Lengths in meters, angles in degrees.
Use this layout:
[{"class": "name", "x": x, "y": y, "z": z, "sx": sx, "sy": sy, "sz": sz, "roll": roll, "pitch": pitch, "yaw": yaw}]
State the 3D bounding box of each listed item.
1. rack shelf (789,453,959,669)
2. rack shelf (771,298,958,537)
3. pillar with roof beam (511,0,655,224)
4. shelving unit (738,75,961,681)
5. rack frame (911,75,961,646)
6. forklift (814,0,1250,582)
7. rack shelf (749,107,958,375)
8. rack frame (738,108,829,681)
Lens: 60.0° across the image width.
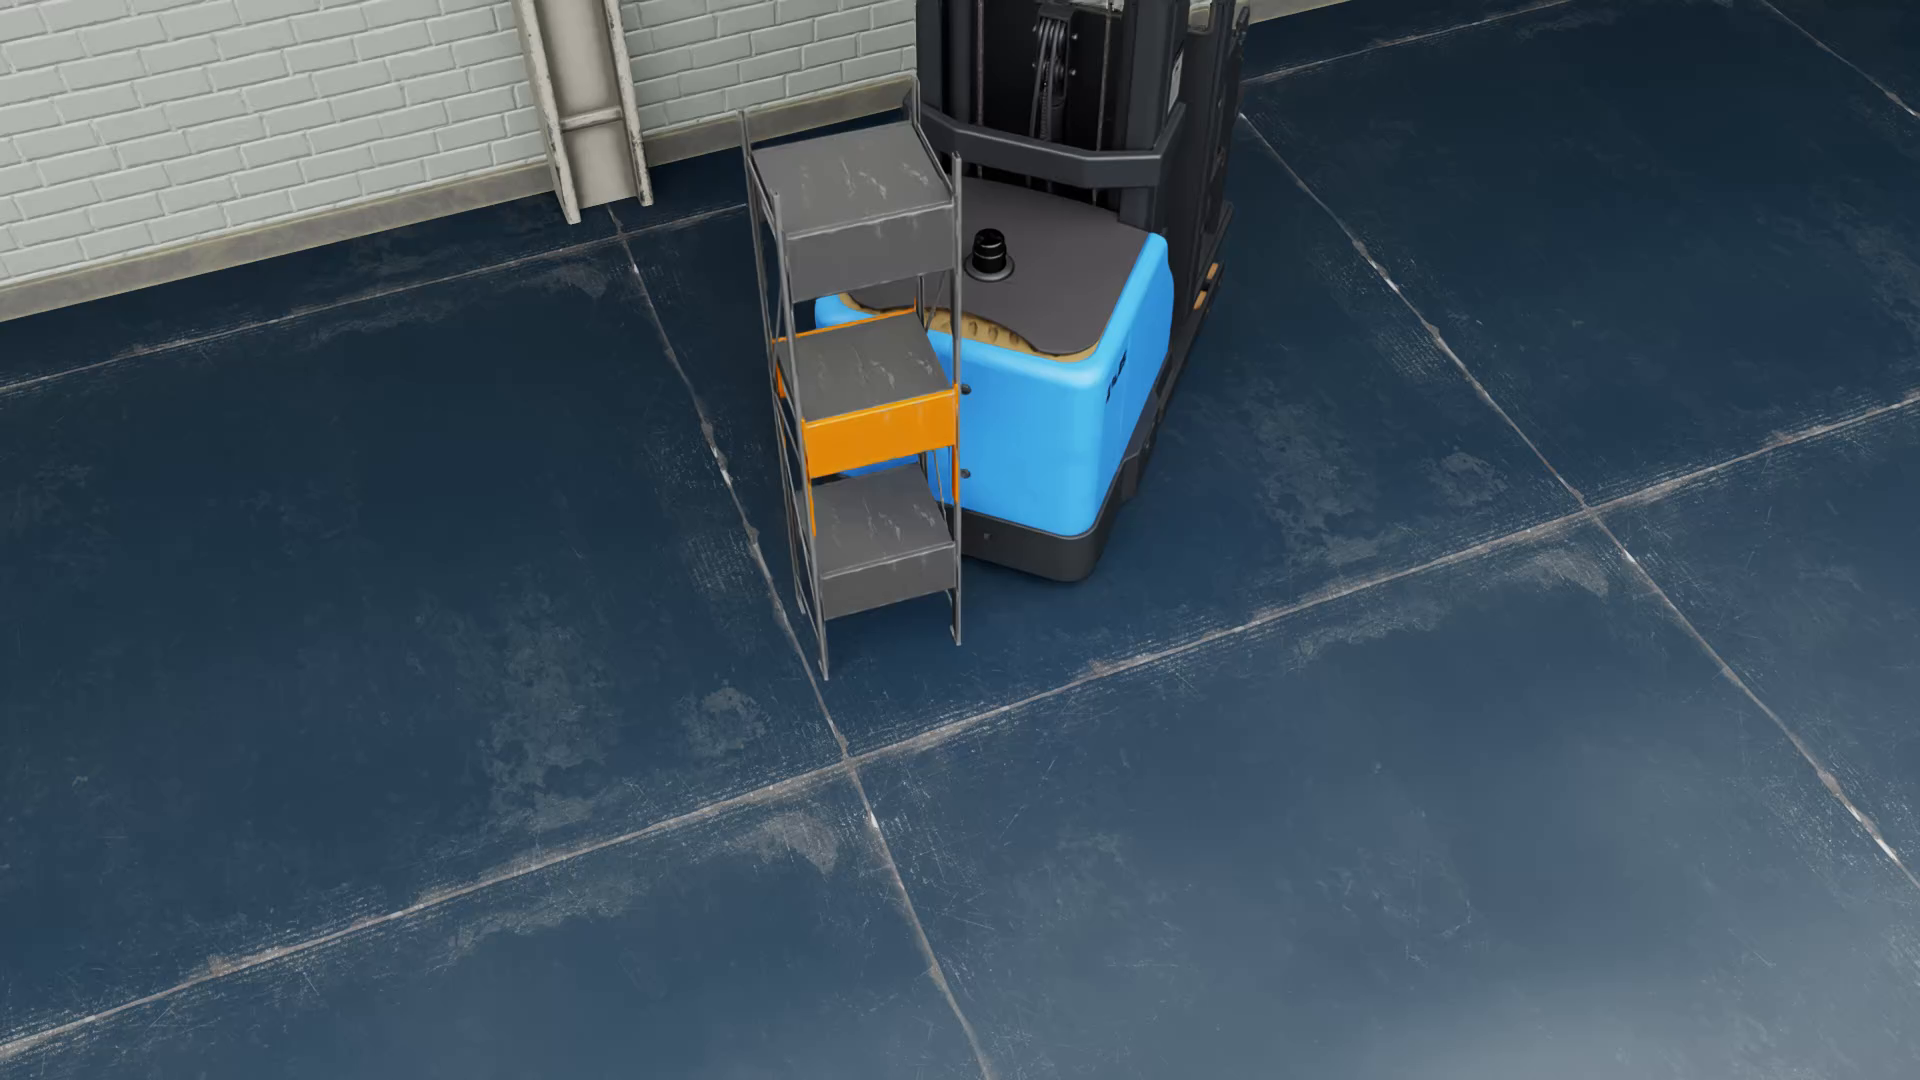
[{"class": "rack shelf", "x": -0.298, "y": 0.073, "z": 5.744, "sx": 0.480, "sy": 0.518, "sz": 0.431, "roll": -14, "pitch": 51, "yaw": -12}, {"class": "rack shelf", "x": -0.298, "y": -0.383, "z": 5.213, "sx": 0.480, "sy": 0.518, "sz": 0.431, "roll": -14, "pitch": 51, "yaw": -12}, {"class": "pillar with roof beam", "x": -0.003, "y": -1.489, "z": 1.597, "sx": 0.400, "sy": 9.000, "sz": 9.100, "roll": -17, "pitch": 52, "yaw": -14}, {"class": "shelving unit", "x": -0.298, "y": -0.392, "z": 5.203, "sx": 0.503, "sy": 2.100, "sz": 0.431, "roll": -14, "pitch": 51, "yaw": -12}, {"class": "rack frame", "x": -0.066, "y": -0.451, "z": 5.253, "sx": 0.015, "sy": 2.100, "sz": 0.400, "roll": -14, "pitch": 51, "yaw": -12}, {"class": "forklift", "x": 0.489, "y": -1.948, "z": 5.991, "sx": 1.130, "sy": 2.935, "sz": 3.031, "roll": 16, "pitch": 51, "yaw": 13}, {"class": "rack shelf", "x": -0.298, "y": -0.839, "z": 4.682, "sx": 0.480, "sy": 0.518, "sz": 0.431, "roll": -14, "pitch": 51, "yaw": -12}, {"class": "rack frame", "x": -0.530, "y": -0.334, "z": 5.153, "sx": 0.015, "sy": 2.100, "sz": 0.400, "roll": -14, "pitch": 51, "yaw": -12}]
